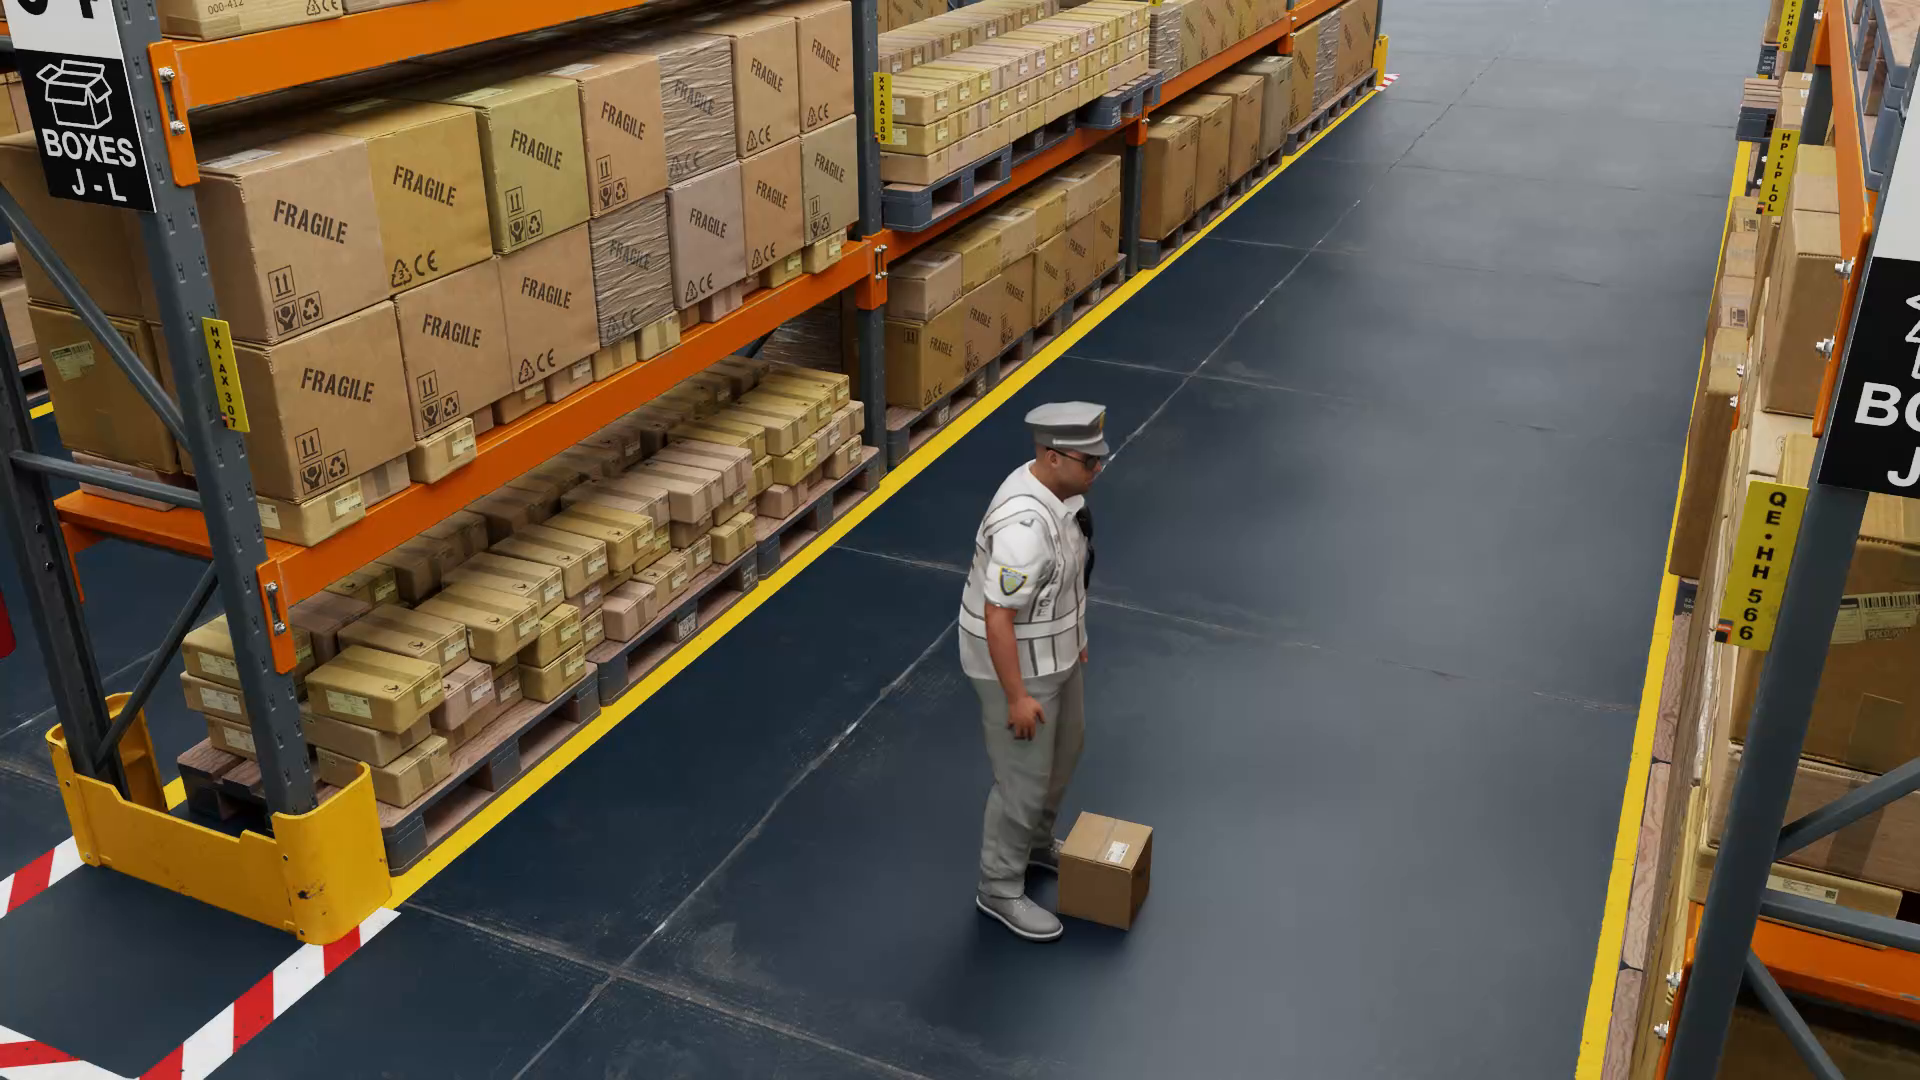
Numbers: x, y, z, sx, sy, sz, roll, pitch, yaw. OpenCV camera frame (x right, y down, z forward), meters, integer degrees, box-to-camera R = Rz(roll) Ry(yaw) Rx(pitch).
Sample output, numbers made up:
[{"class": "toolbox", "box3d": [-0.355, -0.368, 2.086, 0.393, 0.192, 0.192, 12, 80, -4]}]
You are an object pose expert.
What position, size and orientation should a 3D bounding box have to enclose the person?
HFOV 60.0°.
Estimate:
[{"class": "person", "box3d": [0.233, 0.383, 5.317, 0.435, 1.748, 0.592, 11, 28, 21]}]
